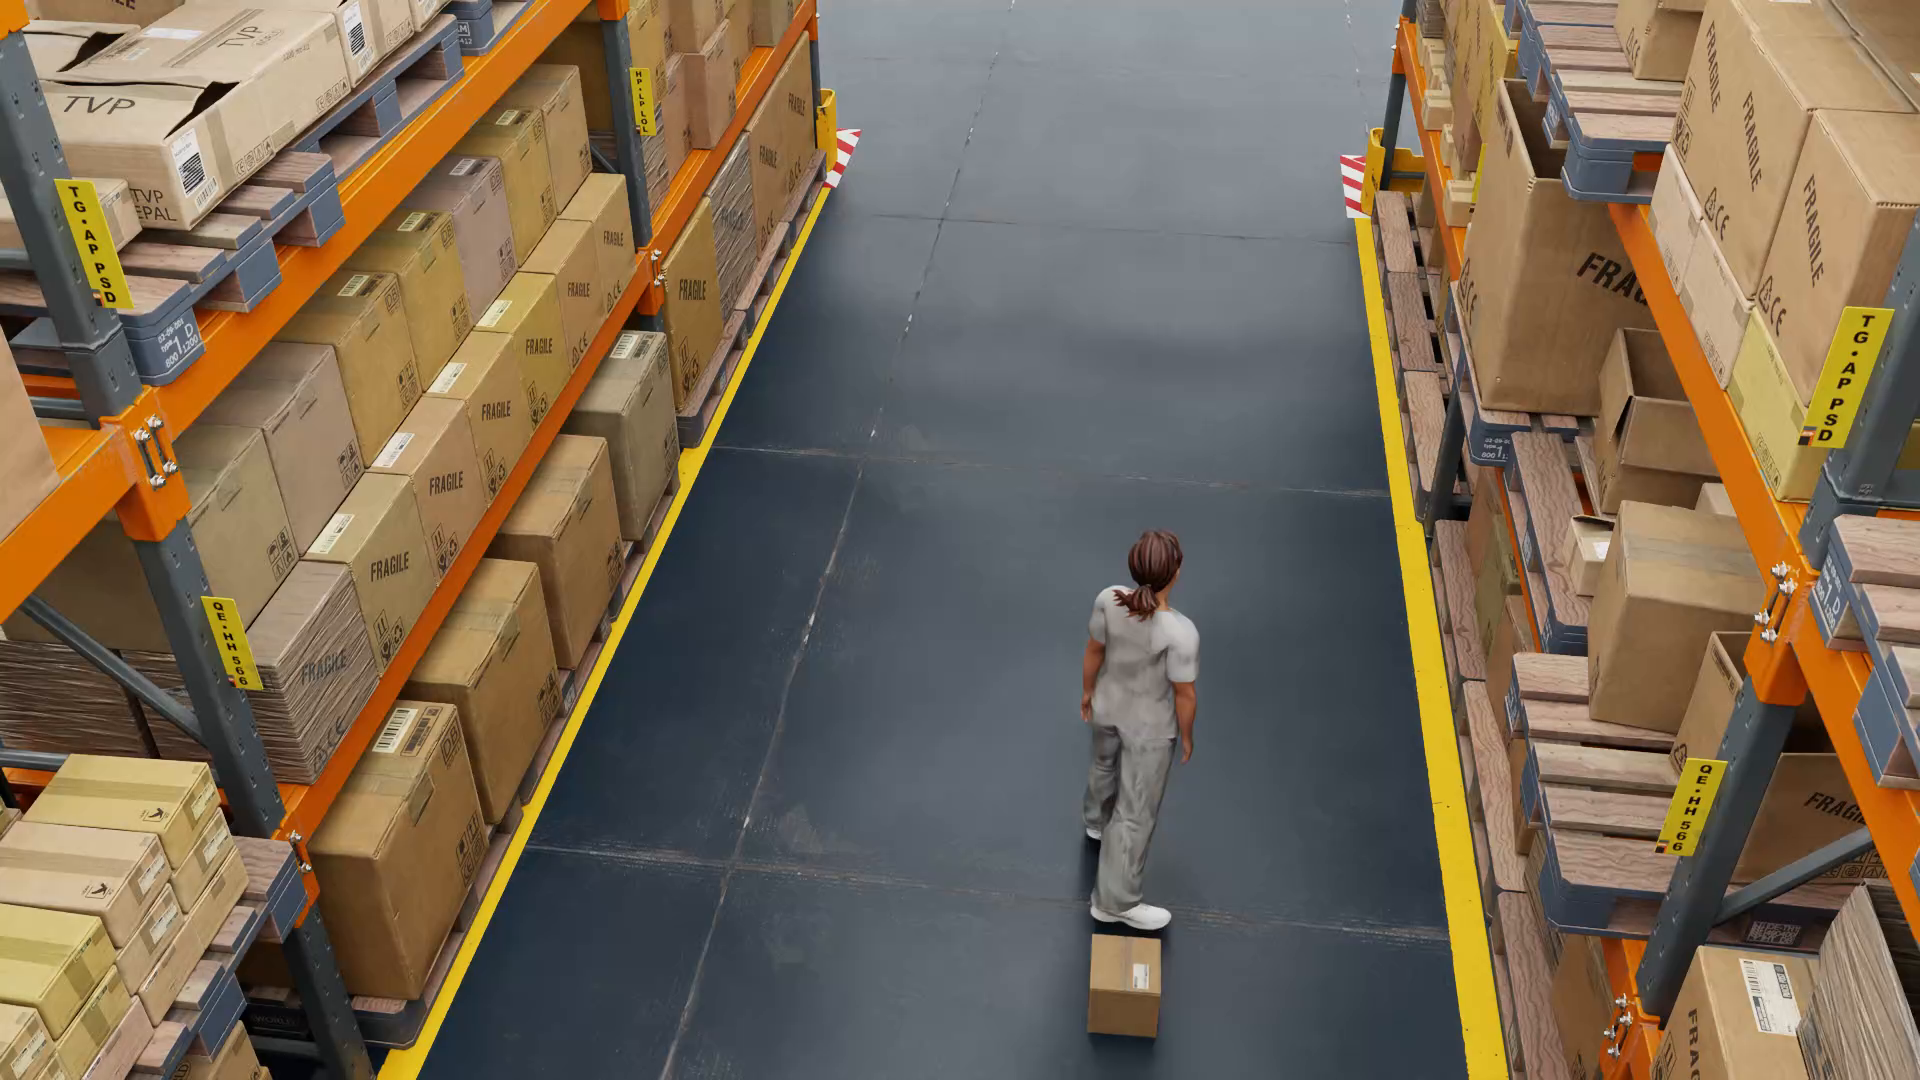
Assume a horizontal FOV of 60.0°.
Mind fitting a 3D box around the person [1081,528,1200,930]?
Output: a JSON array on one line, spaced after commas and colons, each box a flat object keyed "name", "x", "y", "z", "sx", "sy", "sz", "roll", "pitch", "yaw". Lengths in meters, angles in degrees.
[{"name": "person", "x": 0.636, "y": 0.632, "z": 6.149, "sx": 0.581, "sy": 1.659, "sz": 0.681, "roll": -30, "pitch": 45, "yaw": -34}]
